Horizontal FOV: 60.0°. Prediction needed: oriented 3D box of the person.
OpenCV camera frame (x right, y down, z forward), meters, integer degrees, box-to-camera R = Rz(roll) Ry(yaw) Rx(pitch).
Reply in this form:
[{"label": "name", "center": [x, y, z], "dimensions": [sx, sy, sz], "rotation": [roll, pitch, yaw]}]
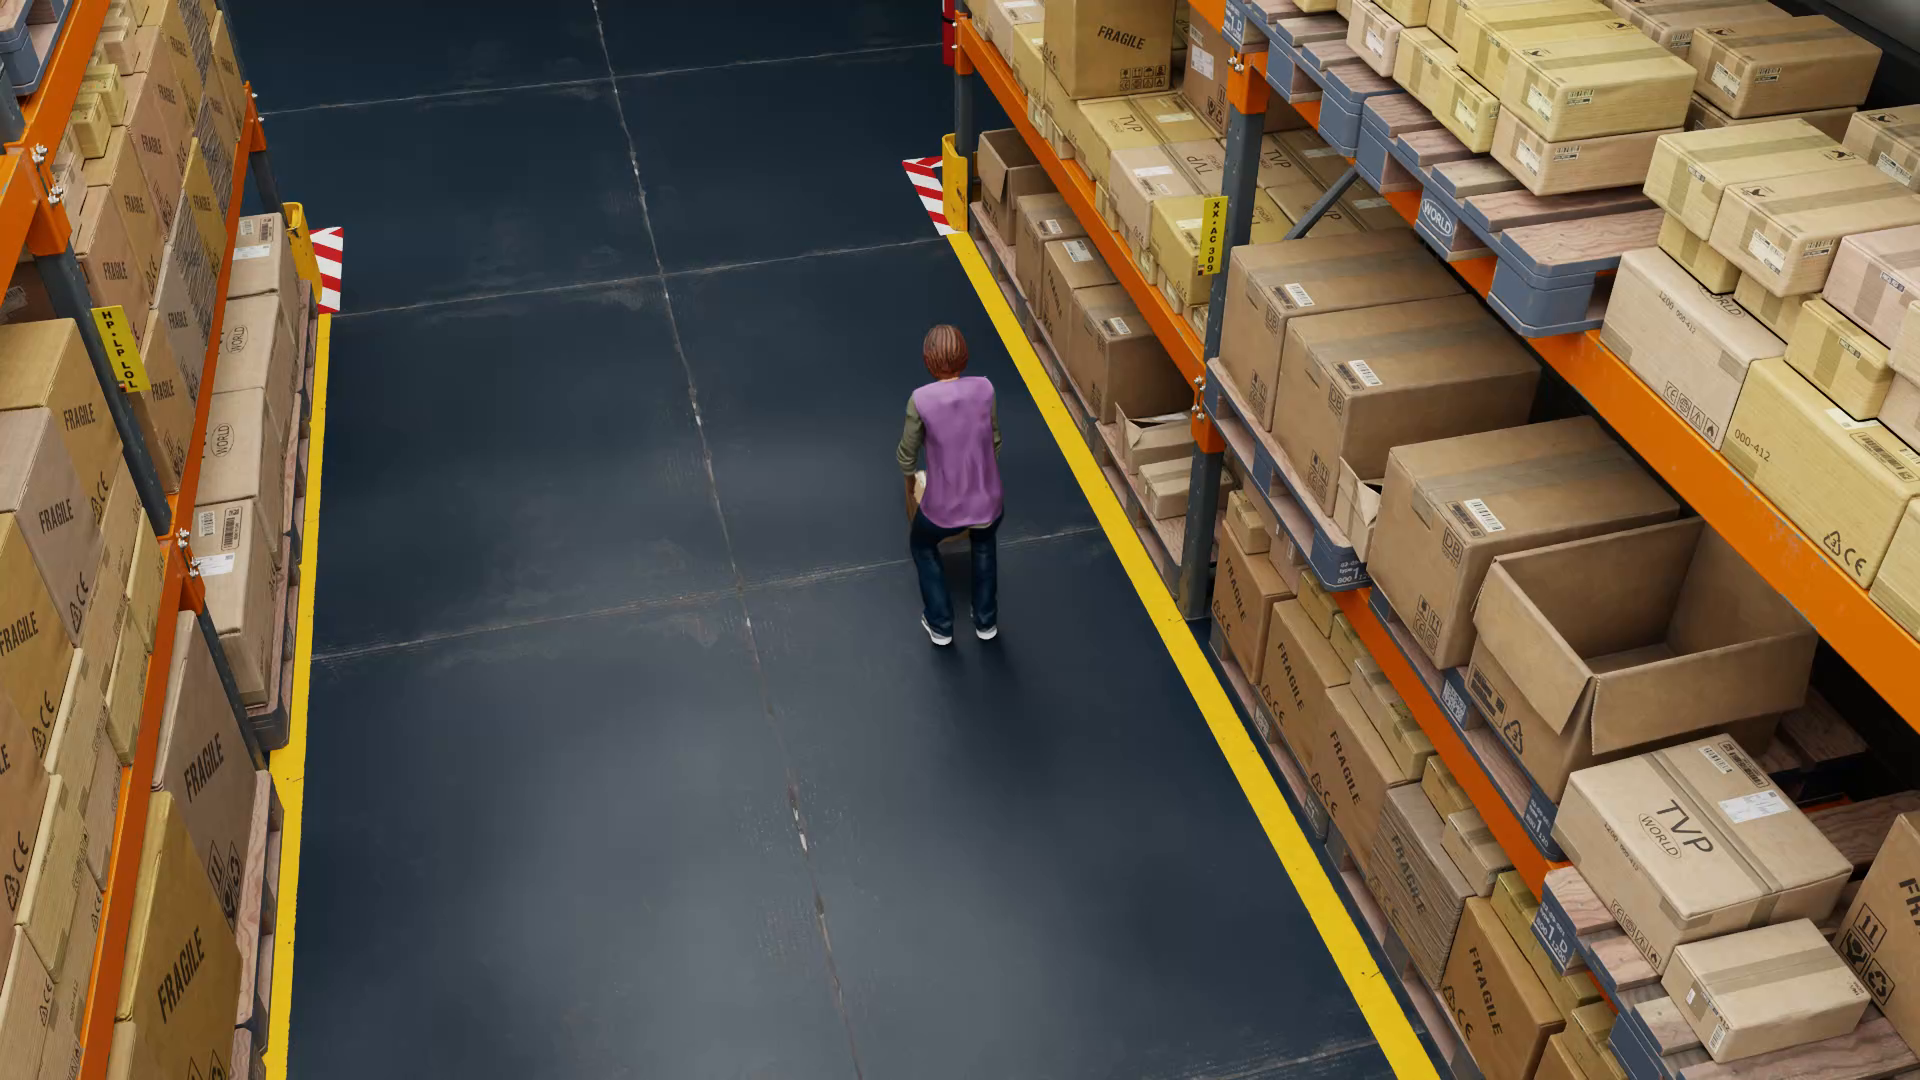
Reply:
[{"label": "person", "center": [-0.035, -0.186, 7.065], "dimensions": [0.447, 1.466, 0.496], "rotation": [-7, 39, -9]}]
